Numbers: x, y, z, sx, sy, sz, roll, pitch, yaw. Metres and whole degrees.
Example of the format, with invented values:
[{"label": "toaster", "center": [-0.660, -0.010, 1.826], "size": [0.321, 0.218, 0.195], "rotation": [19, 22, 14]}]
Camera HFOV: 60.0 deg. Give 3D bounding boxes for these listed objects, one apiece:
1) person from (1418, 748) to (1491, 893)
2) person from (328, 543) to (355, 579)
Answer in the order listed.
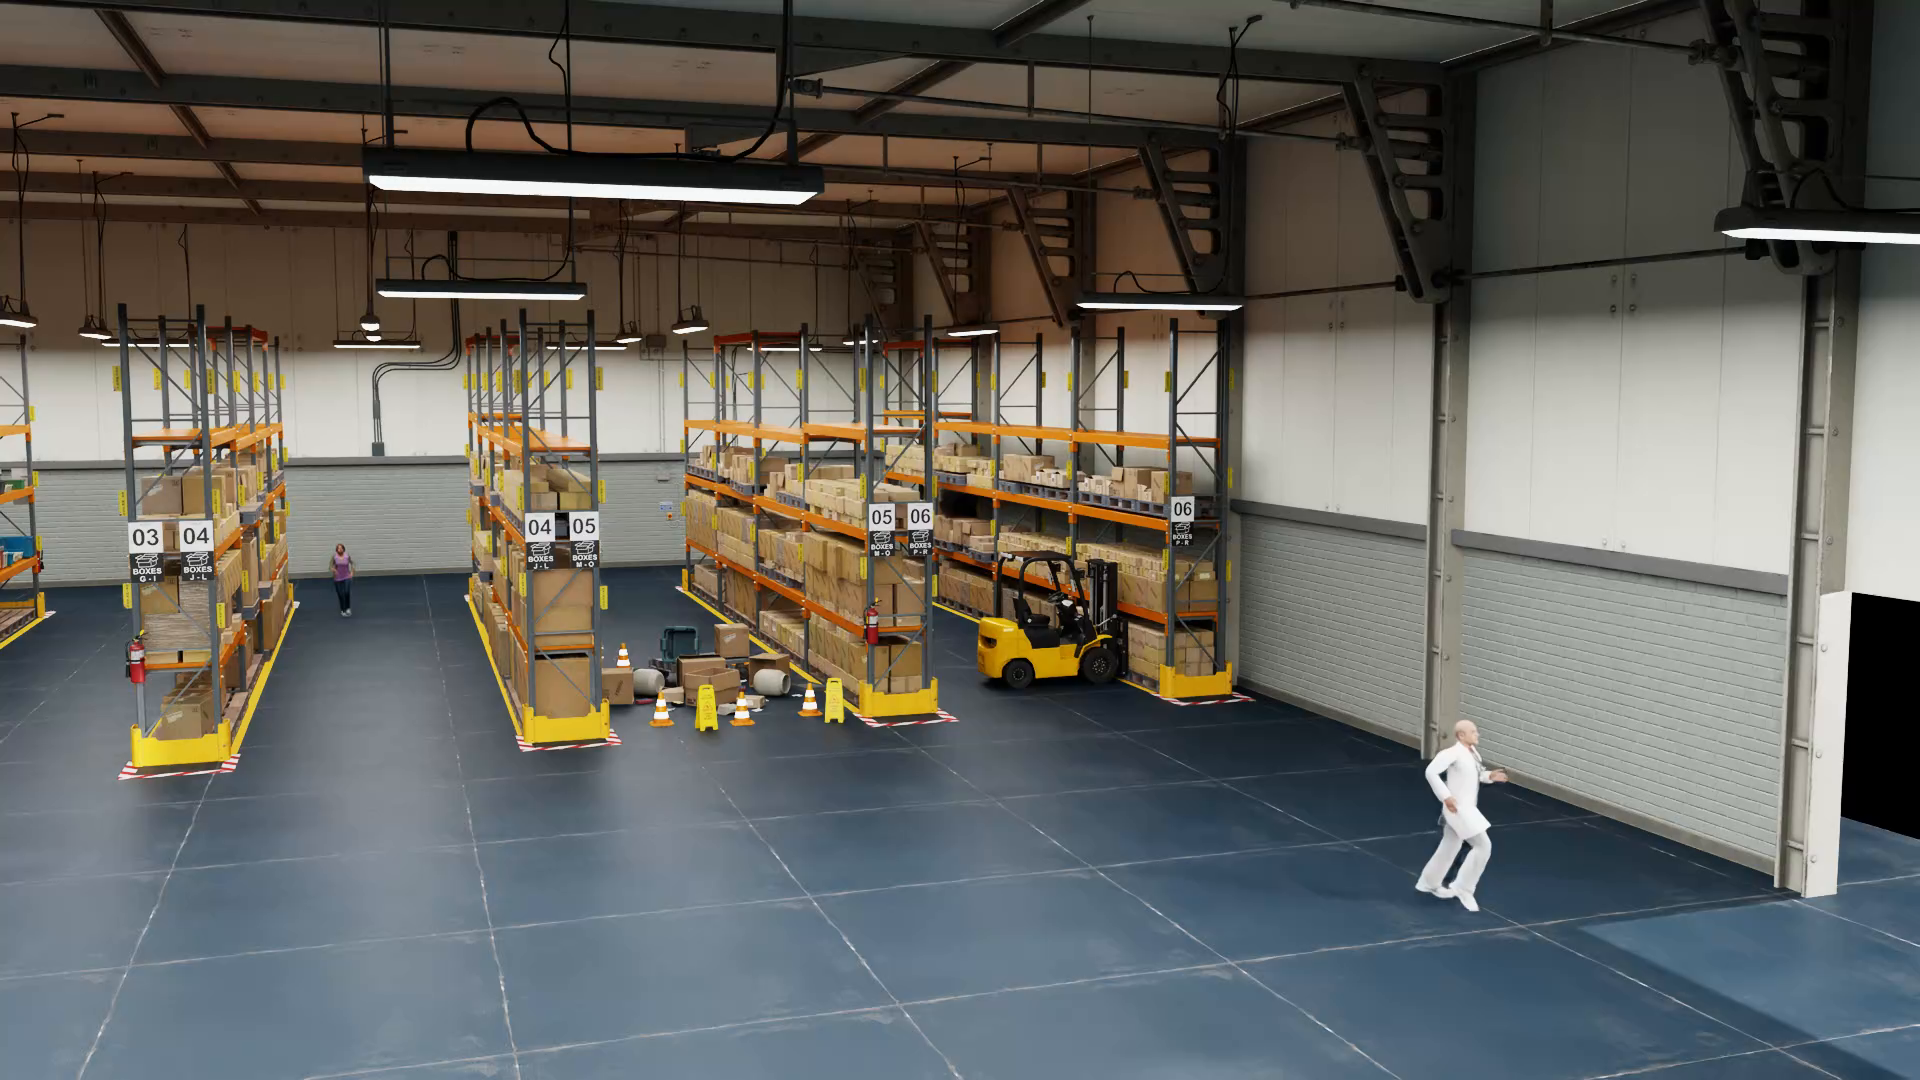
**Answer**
[{"label": "person", "center": [4.763, 2.659, 15.958], "size": [0.681, 1.438, 0.367], "rotation": [3, 6, 25]}, {"label": "person", "center": [-13.133, 0.465, 35.277], "size": [0.528, 0.789, 0.572], "rotation": [-2, 6, -16]}]
